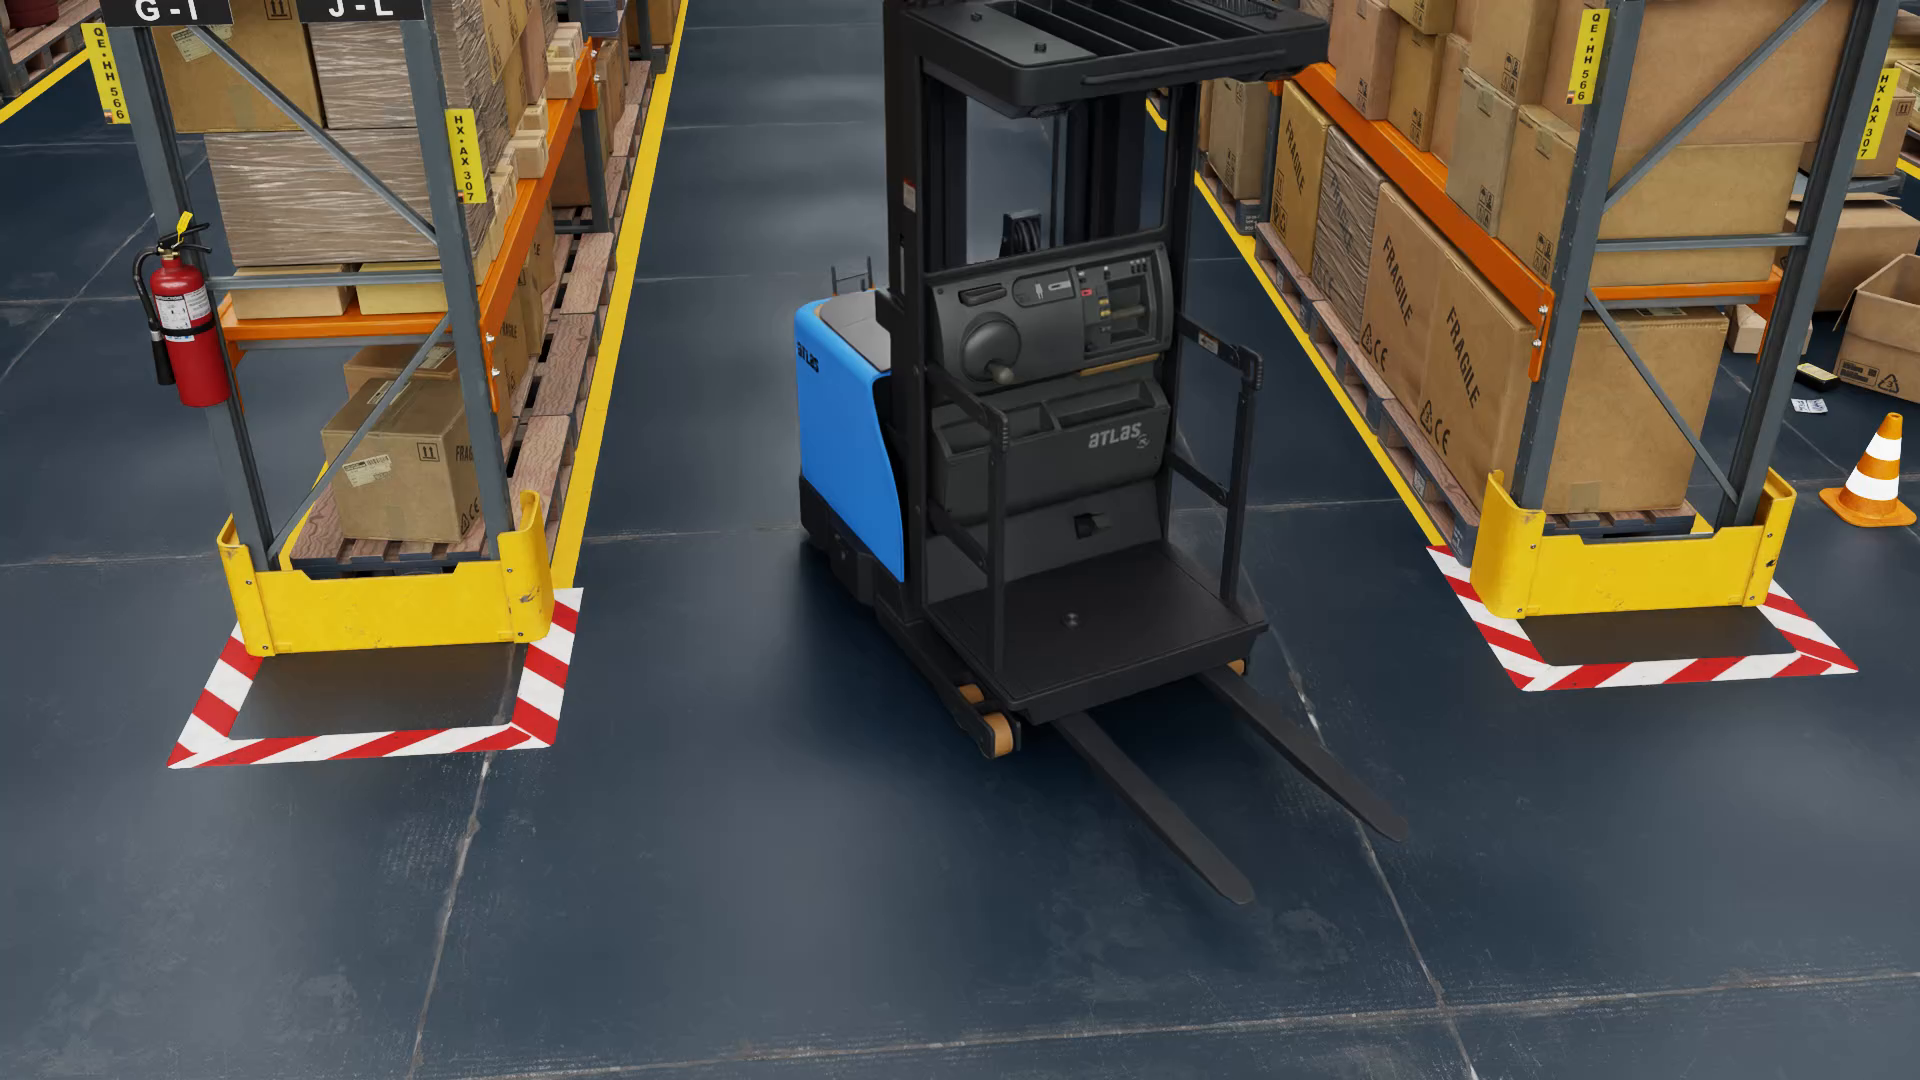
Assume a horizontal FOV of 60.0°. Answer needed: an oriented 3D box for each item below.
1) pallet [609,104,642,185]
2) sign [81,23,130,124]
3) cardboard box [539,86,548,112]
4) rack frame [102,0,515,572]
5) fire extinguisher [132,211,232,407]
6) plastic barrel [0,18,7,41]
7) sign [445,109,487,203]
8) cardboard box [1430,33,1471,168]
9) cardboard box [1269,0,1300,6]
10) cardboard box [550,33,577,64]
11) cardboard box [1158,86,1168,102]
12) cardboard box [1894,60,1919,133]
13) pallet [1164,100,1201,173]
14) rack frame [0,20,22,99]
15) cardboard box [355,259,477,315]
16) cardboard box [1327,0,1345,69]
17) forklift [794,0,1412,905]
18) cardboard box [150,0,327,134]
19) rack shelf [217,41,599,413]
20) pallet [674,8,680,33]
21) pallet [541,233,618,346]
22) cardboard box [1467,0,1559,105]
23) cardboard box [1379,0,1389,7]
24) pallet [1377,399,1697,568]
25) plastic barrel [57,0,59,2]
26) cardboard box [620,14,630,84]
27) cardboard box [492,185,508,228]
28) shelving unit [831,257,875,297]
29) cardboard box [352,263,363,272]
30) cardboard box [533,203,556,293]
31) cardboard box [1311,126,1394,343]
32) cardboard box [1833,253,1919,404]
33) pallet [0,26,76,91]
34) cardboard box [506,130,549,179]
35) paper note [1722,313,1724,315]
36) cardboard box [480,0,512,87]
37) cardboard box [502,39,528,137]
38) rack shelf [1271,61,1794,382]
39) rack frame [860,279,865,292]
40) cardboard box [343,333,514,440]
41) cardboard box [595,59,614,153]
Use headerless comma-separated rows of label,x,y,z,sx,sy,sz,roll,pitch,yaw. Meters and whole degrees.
pallet,-2.791,-2.775,11.689,1.003,0.211,1.213,-3,31,-5
sign,-2.781,-1.524,5.439,0.100,0.325,0.005,-3,31,-5
cardboard box,-2.220,-2.106,8.096,0.380,0.149,0.250,-3,31,-5
rack frame,-2.226,-0.908,5.845,1.000,3.000,0.127,-3,31,-5
fire extinguisher,-2.675,-0.794,5.730,0.296,0.674,0.183,-3,31,-5
plastic barrel,-7.968,-4.253,13.151,0.600,0.830,0.708,-3,31,-5
sign,-1.686,-1.306,5.666,0.100,0.325,0.005,-3,31,-5
cardboard box,2.641,-1.917,7.388,0.875,0.550,0.550,-3,31,-5
cardboard box,2.033,-3.433,9.974,0.500,0.500,0.500,-3,31,-5
cardboard box,-2.274,-2.618,8.954,0.380,0.149,0.250,-3,31,-5
cardboard box,2.026,-3.631,12.189,1.050,0.750,0.750,-2,31,-4
cardboard box,7.144,-3.112,11.687,0.950,0.372,0.625,-1,31,-1
pallet,2.083,-2.954,11.989,1.003,0.211,1.213,-3,31,-5
rack frame,-7.905,-4.755,12.286,1.000,3.000,0.127,-3,31,-5
cardboard box,-2.016,-0.957,6.172,0.380,0.149,0.250,-3,31,-5
cardboard box,2.468,-2.733,8.754,0.875,0.550,0.550,-3,31,-5
forklift,0.435,-0.741,5.632,1.130,2.935,3.031,-15,34,-23
cardboard box,-2.524,-1.777,5.937,0.500,0.500,0.500,-3,31,-5
rack shelf,-2.413,-1.620,7.739,1.077,0.370,4.000,-3,31,-5
pallet,-3.083,-4.823,15.118,1.003,0.211,1.213,-3,31,-5
pallet,-2.502,-1.412,9.408,1.003,0.211,1.213,-3,31,-5
cardboard box,2.582,-2.090,6.624,0.875,0.550,0.550,-3,31,-5
cardboard box,2.429,-2.917,8.008,0.875,0.550,0.550,-3,31,-5
pallet,2.569,-0.301,7.549,1.003,0.211,1.213,-3,31,-5
plastic barrel,-8.215,-4.977,14.673,0.421,0.512,0.421,0,31,0
cardboard box,-2.891,-3.767,12.640,0.700,0.500,0.500,-4,31,-7
cardboard box,-2.072,-1.341,6.814,0.380,0.149,0.250,-3,31,-5
shelving unit,-0.382,-0.703,7.385,0.215,1.050,0.252,-20,31,-29
cardboard box,-2.481,-1.063,6.350,0.380,0.149,0.250,-3,31,-5
cardboard box,-2.542,-1.559,8.963,0.500,0.500,0.500,7,32,11
cardboard box,2.425,-1.620,8.699,0.875,0.875,0.875,-3,31,-4
cardboard box,4.955,-1.086,8.578,0.637,0.503,0.797,27,40,37
pallet,-8.020,-3.958,13.671,1.003,0.211,1.213,-3,31,-5
cardboard box,-2.059,-1.727,7.462,0.380,0.149,0.250,-3,31,-5
paper note,4.296,-1.252,9.325,0.172,0.023,0.155,8,32,13
cardboard box,-2.046,-2.057,6.406,0.500,0.500,0.500,-3,31,-5
cardboard box,-2.455,-2.123,7.492,0.875,0.500,0.500,-3,31,-5
rack shelf,2.534,-1.806,8.050,1.077,0.370,4.000,-3,31,-5
rack frame,-0.313,-0.660,7.295,0.200,1.050,0.008,-20,31,-29
cardboard box,-2.358,-0.638,7.421,0.500,0.500,0.500,5,31,8
cardboard box,-2.715,-2.910,11.206,0.700,0.500,0.500,-5,31,-9
